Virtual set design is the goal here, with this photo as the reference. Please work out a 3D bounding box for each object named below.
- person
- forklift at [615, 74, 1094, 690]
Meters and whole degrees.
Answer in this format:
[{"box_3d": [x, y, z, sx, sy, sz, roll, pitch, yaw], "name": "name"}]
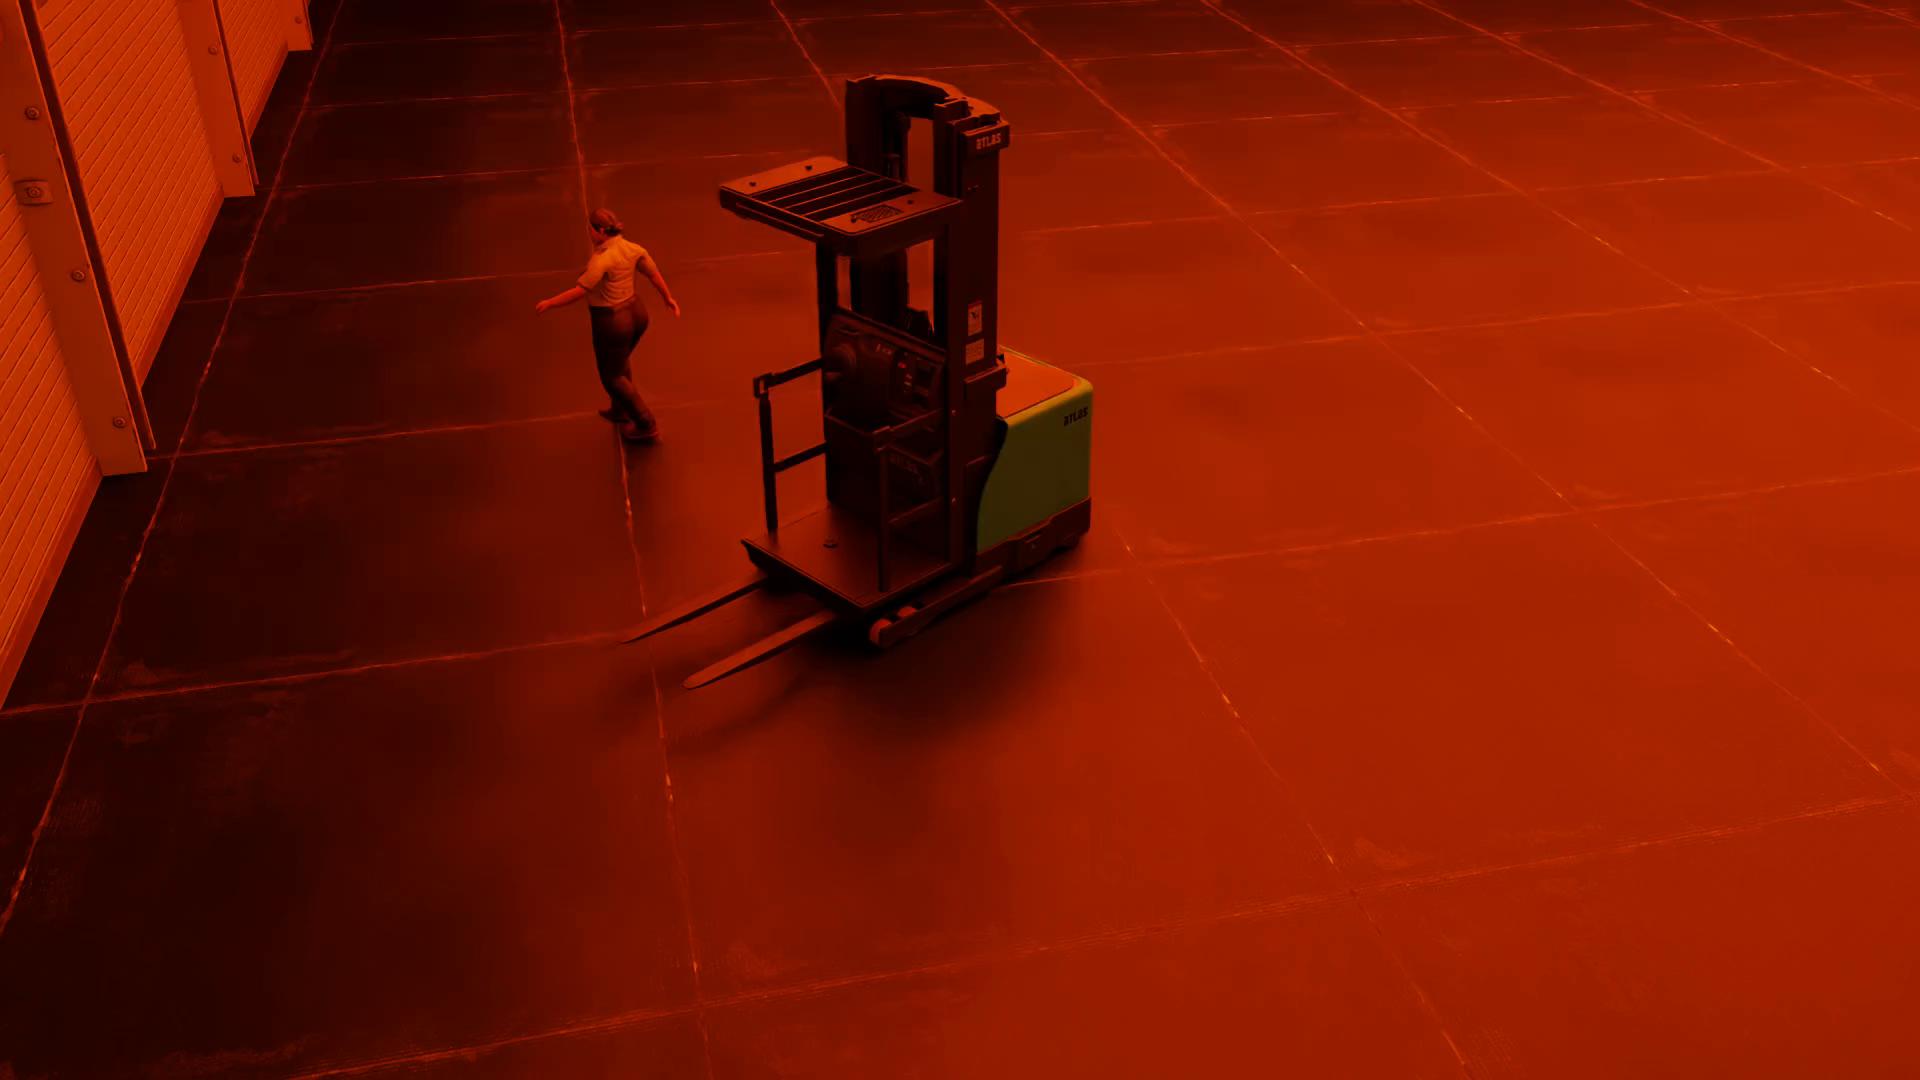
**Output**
[{"box_3d": [-2.375, -1.513, 11.510, 0.718, 1.631, 0.884, 16, 34, 25], "name": "person"}, {"box_3d": [-0.581, -0.944, 9.206, 3.031, 2.935, 1.130, -26, 39, -37], "name": "forklift"}]
